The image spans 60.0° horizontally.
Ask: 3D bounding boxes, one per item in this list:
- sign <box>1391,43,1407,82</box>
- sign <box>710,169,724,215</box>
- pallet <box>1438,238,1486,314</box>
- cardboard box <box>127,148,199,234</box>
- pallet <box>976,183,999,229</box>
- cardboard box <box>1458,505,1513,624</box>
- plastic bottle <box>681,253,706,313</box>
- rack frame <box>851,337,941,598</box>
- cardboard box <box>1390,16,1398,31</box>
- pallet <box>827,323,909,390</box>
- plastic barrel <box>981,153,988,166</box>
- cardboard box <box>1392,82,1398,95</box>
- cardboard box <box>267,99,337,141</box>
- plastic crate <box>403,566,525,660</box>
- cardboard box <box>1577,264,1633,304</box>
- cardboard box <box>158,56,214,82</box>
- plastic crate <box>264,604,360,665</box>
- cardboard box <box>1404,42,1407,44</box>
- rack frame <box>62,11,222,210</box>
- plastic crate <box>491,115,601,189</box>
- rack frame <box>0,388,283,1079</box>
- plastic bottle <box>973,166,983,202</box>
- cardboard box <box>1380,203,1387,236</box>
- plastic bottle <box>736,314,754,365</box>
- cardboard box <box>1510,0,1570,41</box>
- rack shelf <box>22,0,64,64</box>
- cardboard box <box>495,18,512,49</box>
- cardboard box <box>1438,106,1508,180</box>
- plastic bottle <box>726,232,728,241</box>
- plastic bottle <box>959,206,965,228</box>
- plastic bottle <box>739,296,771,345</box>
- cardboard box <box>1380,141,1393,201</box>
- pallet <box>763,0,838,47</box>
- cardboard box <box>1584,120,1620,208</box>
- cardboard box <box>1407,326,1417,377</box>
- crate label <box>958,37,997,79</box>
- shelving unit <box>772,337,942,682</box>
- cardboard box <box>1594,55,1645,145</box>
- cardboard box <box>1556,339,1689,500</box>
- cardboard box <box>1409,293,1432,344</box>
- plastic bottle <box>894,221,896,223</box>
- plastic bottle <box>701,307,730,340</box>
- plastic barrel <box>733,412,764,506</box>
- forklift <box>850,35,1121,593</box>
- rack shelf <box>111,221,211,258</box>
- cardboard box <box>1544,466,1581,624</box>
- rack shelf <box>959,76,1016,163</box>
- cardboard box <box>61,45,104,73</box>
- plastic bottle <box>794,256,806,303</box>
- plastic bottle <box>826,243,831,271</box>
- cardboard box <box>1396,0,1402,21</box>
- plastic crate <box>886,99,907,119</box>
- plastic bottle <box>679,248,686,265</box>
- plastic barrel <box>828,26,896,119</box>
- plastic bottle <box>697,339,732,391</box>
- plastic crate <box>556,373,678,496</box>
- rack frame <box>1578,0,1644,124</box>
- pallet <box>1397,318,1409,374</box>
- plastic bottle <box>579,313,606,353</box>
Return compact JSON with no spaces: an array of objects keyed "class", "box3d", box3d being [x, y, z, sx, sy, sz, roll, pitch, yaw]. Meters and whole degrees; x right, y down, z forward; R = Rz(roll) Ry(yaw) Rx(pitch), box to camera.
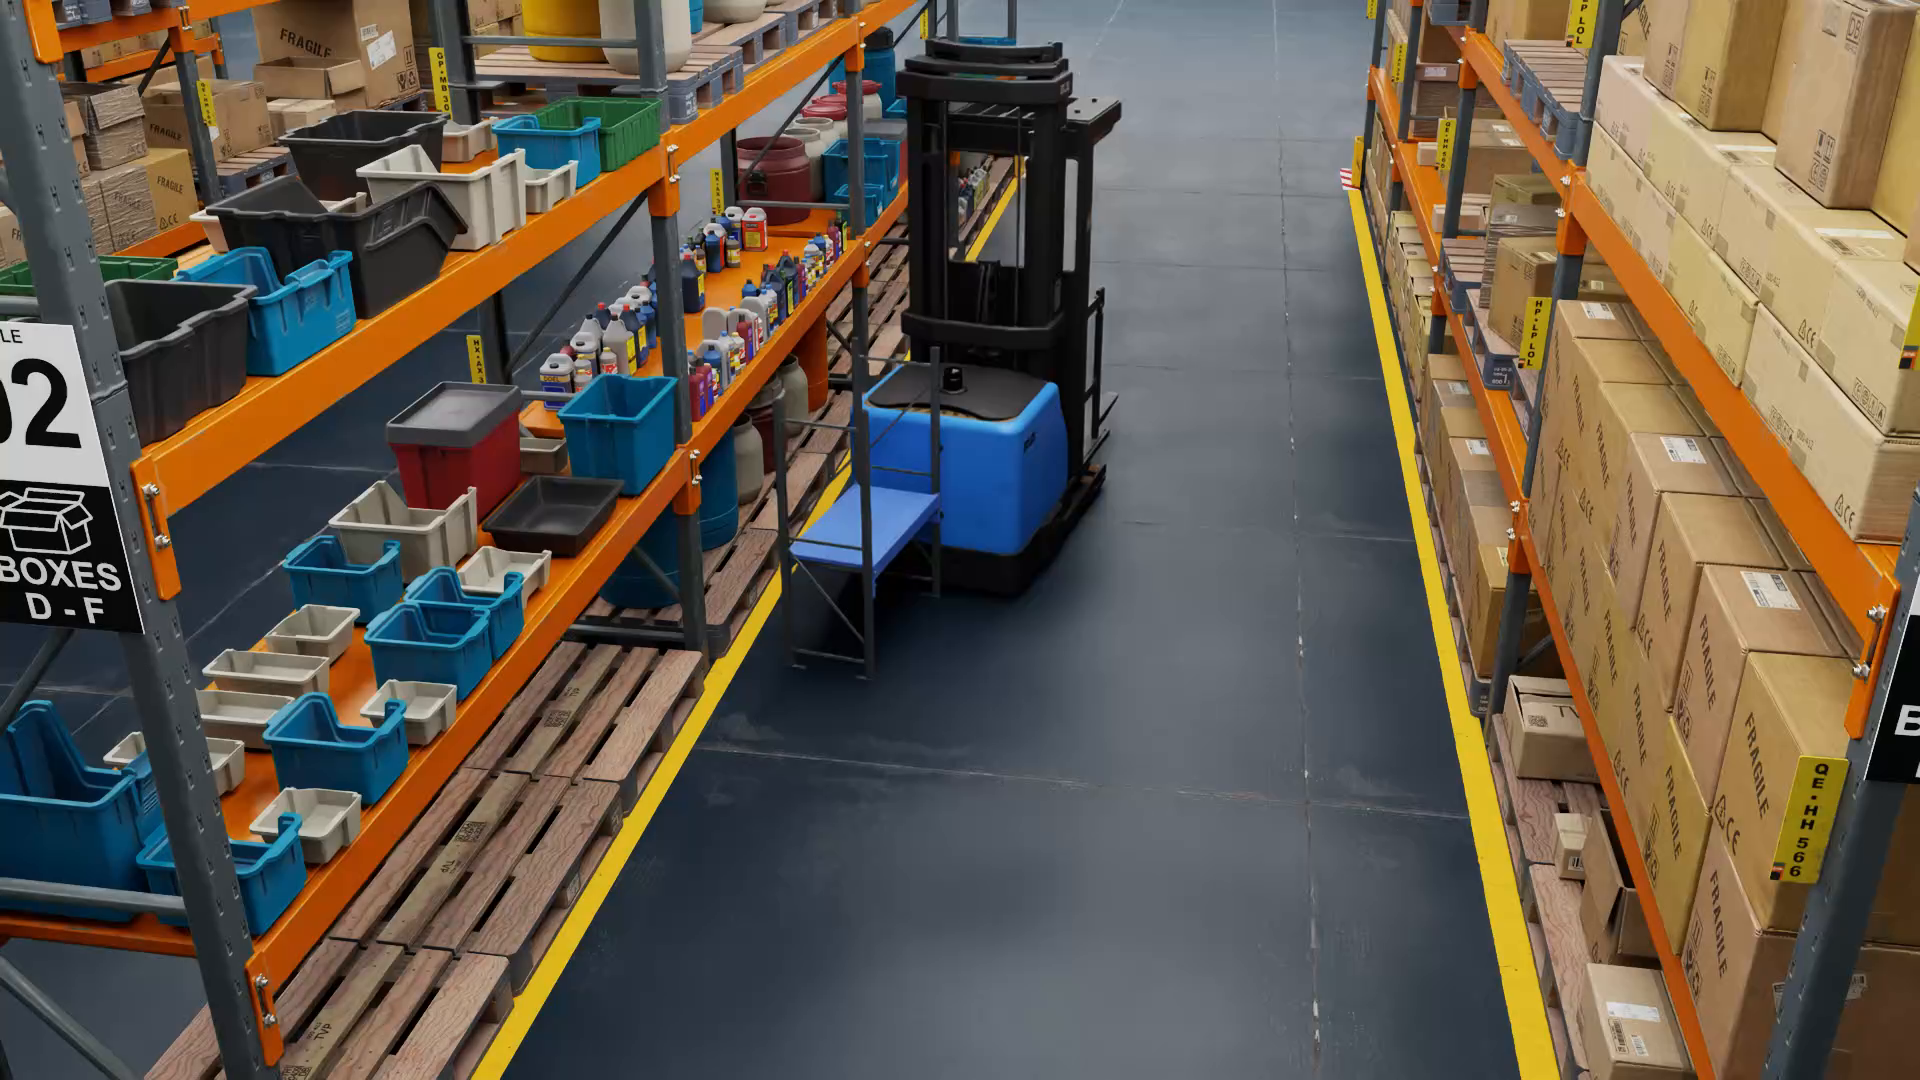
[{"class":"sign","box3d":[3.822,-4.153,14.469,0.100,0.325,0.005,4,25,9]},{"class":"sign","box3d":[-1.714,-2.468,11.792,0.100,0.325,0.005,4,25,9]},{"class":"pallet","box3d":[3.674,-1.639,10.440,1.213,0.211,1.003,4,25,9]},{"class":"cardboard box","box3d":[-5.893,-2.524,11.986,0.500,0.500,0.500,5,26,10]},{"class":"pallet","box3d":[-0.169,-3.559,17.604,1.003,0.211,1.213,4,25,9]},{"class":"cardboard box","box3d":[2.949,0.159,8.801,0.500,0.500,0.500,4,25,9]},{"class":"plastic bottle","box3d":[-1.645,-1.577,10.140,0.144,0.351,0.185,4,25,9]},{"class":"rack frame","box3d":[-0.351,-0.386,9.305,0.500,1.500,0.032,8,26,17]},{"class":"cardboard box","box3d":[4.664,-5.335,17.227,0.380,0.149,0.250,4,25,9]},{"class":"pallet","box3d":[-1.005,-1.417,13.029,1.003,0.211,1.213,4,25,9]},{"class":"plastic barrel","box3d":[0.105,-4.488,18.739,0.421,0.512,0.421,0,25,0]},{"class":"cardboard box","box3d":[4.766,-4.784,16.814,0.700,0.500,0.500,4,25,9]},{"class":"cardboard box","box3d":[-5.556,-3.509,13.891,0.500,0.250,0.500,3,25,7]},{"class":"plastic crate","box3d":[-1.848,0.279,6.243,0.416,0.233,0.300,4,25,9]},{"class":"cardboard box","box3d":[3.410,-1.051,8.345,0.700,0.500,0.500,8,26,17]},{"class":"cardboard box","box3d":[-9.672,-5.374,20.203,0.875,0.875,0.875,4,25,9]},{"class":"plastic crate","box3d":[-2.410,0.362,6.178,0.298,0.136,0.250,4,25,9]},{"class":"cardboard box","box3d":[4.371,-4.580,15.614,0.380,0.149,0.250,4,25,8]},{"class":"rack frame","box3d":[-6.057,-2.702,12.485,1.000,3.000,0.127,4,25,9]},{"class":"plastic crate","box3d":[-1.658,-1.566,6.716,0.416,0.233,0.300,4,25,9]},{"class":"rack frame","box3d":[-2.478,0.987,4.603,1.000,3.000,0.127,4,25,9]},{"class":"plastic bottle","box3d":[0.155,-3.675,17.168,0.144,0.351,0.185,5,26,11]},{"class":"cardboard box","box3d":[4.321,-3.050,15.975,0.500,0.250,0.500,4,25,9]},{"class":"plastic bottle","box3d":[-1.198,-1.128,9.260,0.061,0.283,0.133,4,25,9]},{"class":"cardboard box","box3d":[3.509,-2.802,9.043,0.910,0.500,0.500,4,25,9]},{"class":"rack shelf","box3d":[-2.151,-2.060,5.356,1.077,0.370,4.000,4,25,9]},{"class":"cardboard box","box3d":[-5.170,-5.162,17.270,0.875,0.500,0.500,4,25,9]},{"class":"cardboard box","box3d":[4.142,-3.192,13.413,0.500,0.500,0.500,6,26,12]},{"class":"plastic bottle","box3d":[-1.622,-2.023,11.268,0.097,0.201,0.097,0,25,0]},{"class":"plastic bottle","box3d":[0.001,-3.152,16.227,0.097,0.201,0.097,0,25,0]},{"class":"plastic bottle","box3d":[-1.183,-1.281,9.595,0.152,0.276,0.135,4,25,9]},{"class":"cardboard box","box3d":[4.401,-3.598,16.263,0.500,0.500,0.500,4,25,9]},{"class":"pallet","box3d":[-1.392,-3.319,10.487,1.003,0.211,1.213,4,25,9]},{"class":"cardboard box","box3d":[2.739,-1.446,6.439,0.500,0.250,0.500,4,25,9]},{"class":"cardboard box","box3d":[3.642,-1.412,12.476,0.500,0.250,0.500,4,25,8]},{"class":"crate label","box3d":[0.103,-4.932,17.207,0.502,0.435,0.616,4,25,9]},{"class":"shelving unit","box3d":[-0.517,-0.182,8.870,0.538,1.500,1.048,8,26,17]},{"class":"cardboard box","box3d":[2.738,-1.672,6.333,0.500,0.250,0.500,4,25,9]},{"class":"cardboard box","box3d":[2.624,-0.446,6.367,0.500,0.500,0.500,3,25,7]},{"class":"cardboard box","box3d":[3.637,-1.667,12.360,0.500,0.311,0.500,4,25,8]},{"class":"plastic bottle","box3d":[-0.696,-3.321,16.412,0.144,0.351,0.185,3,25,7]},{"class":"plastic bottle","box3d":[-1.371,-1.195,9.411,0.152,0.276,0.135,4,25,9]},{"class":"plastic barrel","box3d":[-1.422,-0.502,10.223,0.421,0.512,0.421,0,25,0]},{"class":"forklift","box3d":[0.324,-1.628,10.271,1.130,2.935,3.031,8,26,17]},{"class":"rack shelf","box3d":[-6.384,-1.540,10.850,1.077,0.370,4.000,4,25,9]},{"class":"cardboard box","box3d":[2.629,0.022,6.547,0.500,0.500,0.500,4,25,9]},{"class":"rack shelf","box3d":[-0.190,-4.543,17.265,1.077,0.370,4.000,4,25,9]},{"class":"cardboard box","box3d":[-9.959,-5.433,18.143,0.875,0.550,0.550,4,25,9]},{"class":"plastic bottle","box3d":[-1.002,-1.629,10.330,0.061,0.283,0.133,4,25,9]},{"class":"plastic bottle","box3d":[-0.906,-1.886,10.975,0.097,0.201,0.097,0,25,0]},{"class":"cardboard box","box3d":[4.845,-5.556,16.934,0.700,0.500,0.500,3,25,7]},{"class":"plastic crate","box3d":[-0.390,-3.542,14.297,0.392,0.384,0.575,4,25,9]},{"class":"plastic bottle","box3d":[-1.757,-1.709,10.515,0.097,0.271,0.097,0,25,0]},{"class":"plastic barrel","box3d":[-0.879,-4.118,14.919,0.600,0.901,0.708,4,25,9]},{"class":"plastic bottle","box3d":[-1.313,-0.950,8.888,0.152,0.276,0.135,4,25,9]},{"class":"plastic crate","box3d":[-1.564,-0.487,7.700,0.392,0.384,0.575,4,25,9]},{"class":"rack frame","box3d":[3.062,-3.058,6.169,1.000,3.000,0.127,4,25,9]},{"class":"pallet","box3d":[4.091,-1.602,13.423,1.003,0.211,1.213,4,25,9]},{"class":"plastic bottle","box3d":[-1.997,-1.071,9.058,0.144,0.351,0.185,4,25,9]}]
